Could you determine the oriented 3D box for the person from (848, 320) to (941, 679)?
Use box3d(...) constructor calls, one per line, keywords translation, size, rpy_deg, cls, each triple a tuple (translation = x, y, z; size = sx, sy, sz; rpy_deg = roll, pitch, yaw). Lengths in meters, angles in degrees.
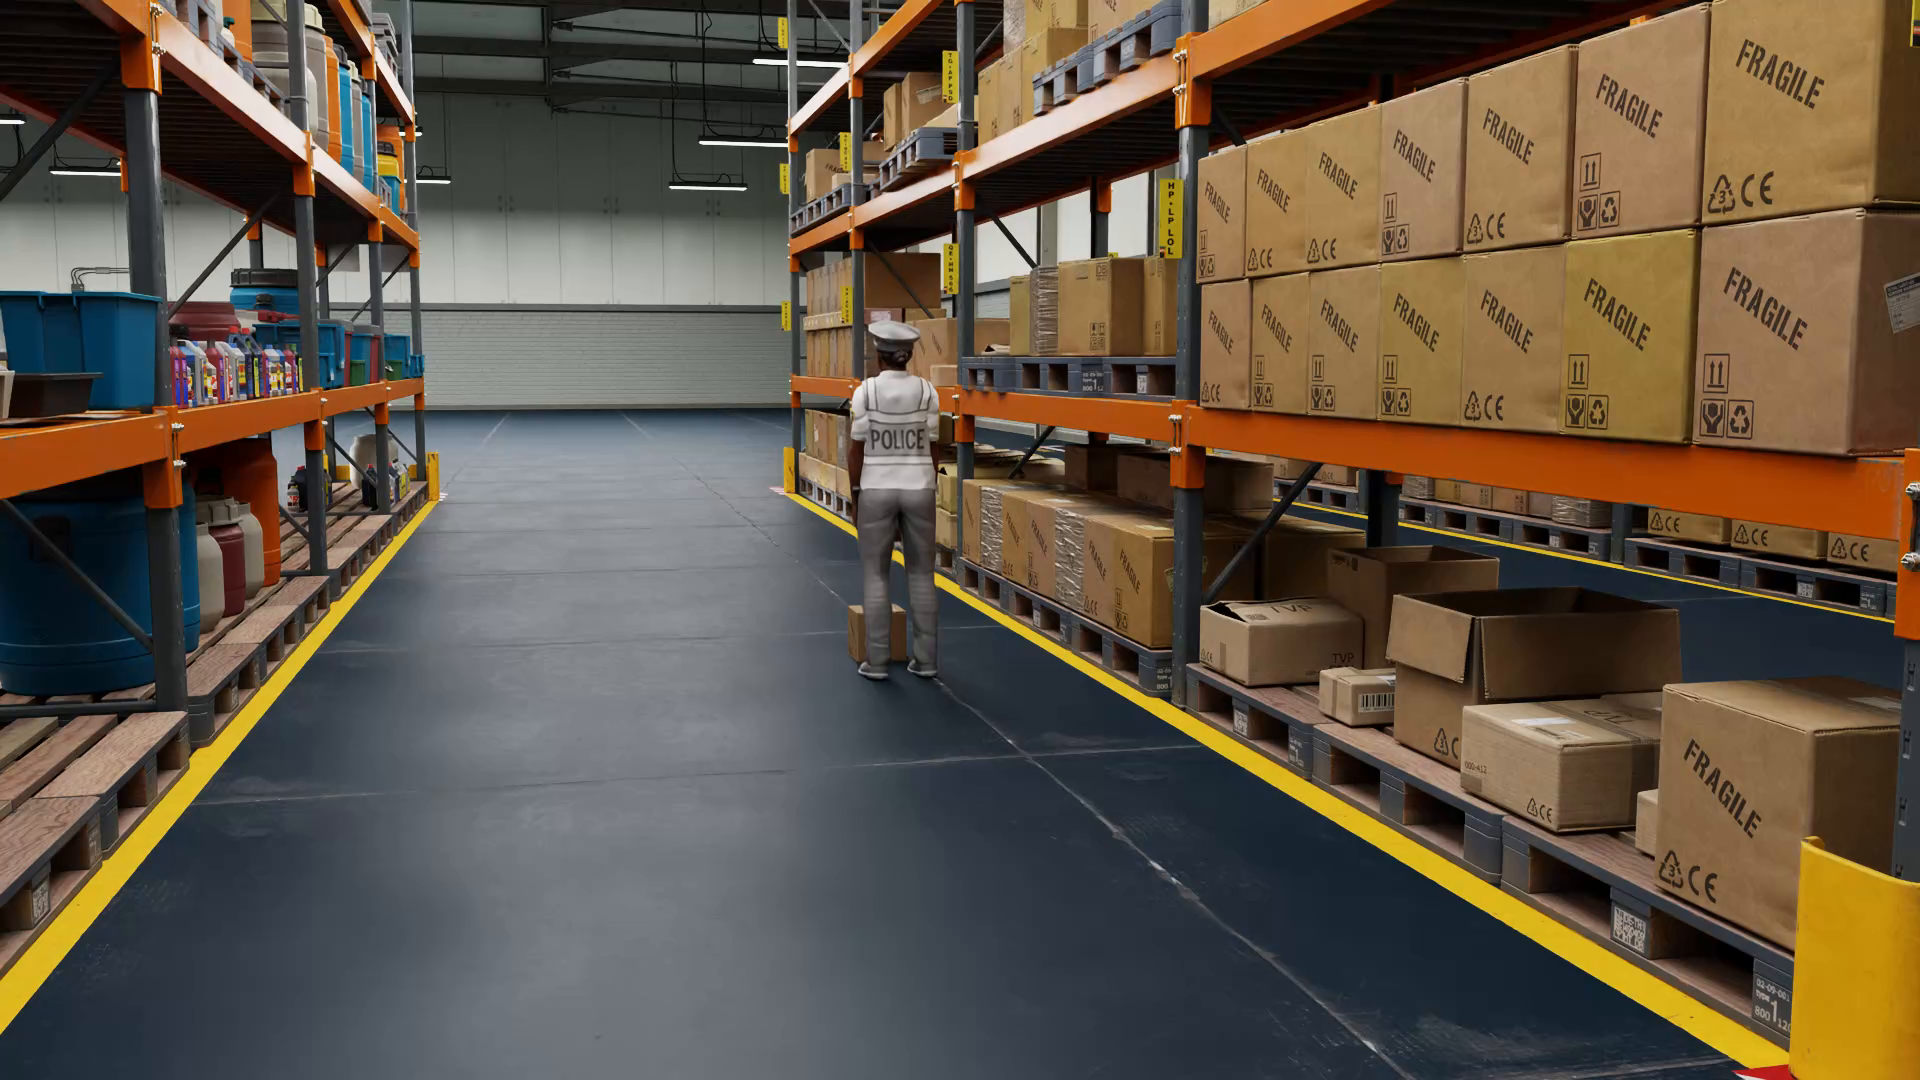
box3d(translation=(-0.314, -0.188, 7.831), size=(0.435, 1.686, 0.340), rpy_deg=(-1, 6, -12), cls="person")
